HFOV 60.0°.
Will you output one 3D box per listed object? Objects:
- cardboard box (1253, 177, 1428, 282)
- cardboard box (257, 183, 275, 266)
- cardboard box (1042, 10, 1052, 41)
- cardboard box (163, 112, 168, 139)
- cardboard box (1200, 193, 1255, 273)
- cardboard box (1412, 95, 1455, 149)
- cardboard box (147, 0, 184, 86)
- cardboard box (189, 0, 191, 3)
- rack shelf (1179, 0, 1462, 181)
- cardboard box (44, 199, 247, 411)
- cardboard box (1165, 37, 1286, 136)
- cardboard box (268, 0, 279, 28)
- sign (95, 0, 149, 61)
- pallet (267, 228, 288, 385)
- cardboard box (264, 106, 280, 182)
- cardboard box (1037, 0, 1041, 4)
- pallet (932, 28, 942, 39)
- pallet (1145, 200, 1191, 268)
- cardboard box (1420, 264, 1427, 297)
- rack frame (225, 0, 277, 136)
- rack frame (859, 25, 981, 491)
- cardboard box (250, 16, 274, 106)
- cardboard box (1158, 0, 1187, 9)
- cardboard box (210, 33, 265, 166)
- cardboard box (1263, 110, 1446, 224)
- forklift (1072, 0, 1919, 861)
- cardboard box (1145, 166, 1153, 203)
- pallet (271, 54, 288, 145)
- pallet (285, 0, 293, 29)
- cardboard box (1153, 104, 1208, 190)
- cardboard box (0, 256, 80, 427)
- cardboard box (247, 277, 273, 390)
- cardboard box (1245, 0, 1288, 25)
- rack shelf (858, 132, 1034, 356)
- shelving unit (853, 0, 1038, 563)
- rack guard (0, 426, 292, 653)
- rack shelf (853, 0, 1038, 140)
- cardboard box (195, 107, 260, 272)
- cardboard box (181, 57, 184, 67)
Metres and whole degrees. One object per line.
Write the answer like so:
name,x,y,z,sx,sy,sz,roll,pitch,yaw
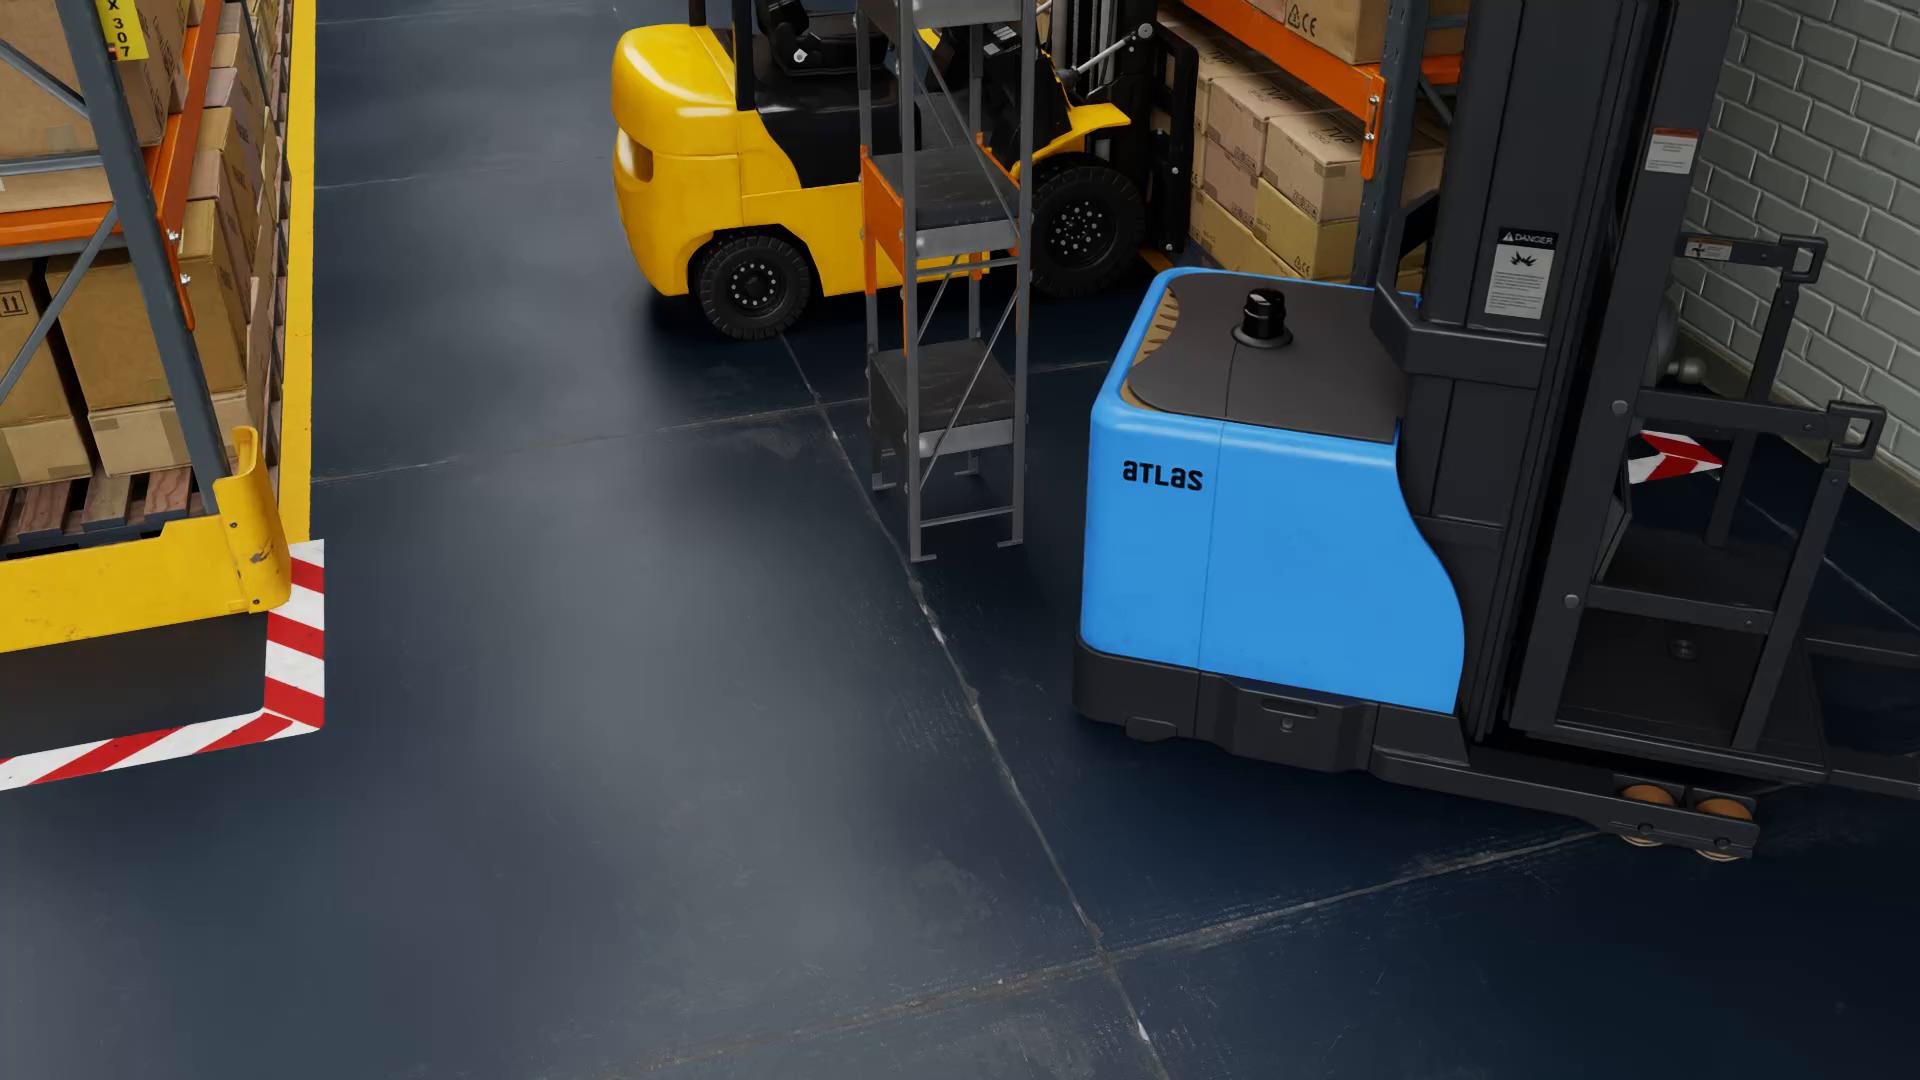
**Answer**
cardboard box,1.509,-1.263,6.600,0.500,0.250,0.500,-10,35,-15
cardboard box,-3.232,-1.304,7.116,0.500,0.250,0.500,-9,35,-14
cardboard box,0.744,-2.590,8.609,0.500,0.250,0.500,-10,35,-15
cardboard box,-2.771,-1.378,5.343,0.380,0.149,0.250,-11,35,-16
cardboard box,1.368,-1.308,7.121,0.500,0.250,0.500,-10,35,-15
cardboard box,1.989,-1.553,6.585,0.500,0.250,0.500,-11,35,-15
cardboard box,-2.812,-1.719,5.271,0.500,0.500,0.500,-9,35,-13
cardboard box,-3.132,-2.252,6.077,0.500,0.500,0.500,-11,35,-16
rack shelf,1.345,-2.573,7.576,1.077,0.370,4.000,-10,35,-15
cardboard box,-2.761,-0.810,5.688,0.500,0.500,0.500,-11,35,-16
cardboard box,1.193,-1.988,7.244,0.500,0.250,0.500,-10,35,-14
cardboard box,-4.589,-3.182,9.848,0.950,0.372,0.625,-9,34,-13
sign,-2.254,-1.439,4.422,0.100,0.325,0.005,-10,35,-15
pallet,-3.377,-0.935,6.974,1.003,0.211,1.213,-10,35,-15
cardboard box,-3.555,-1.850,7.942,0.500,0.250,0.500,-8,34,-13
cardboard box,0.584,-3.062,8.869,0.500,0.250,0.500,-11,35,-15
pallet,0.473,-3.141,10.311,1.003,0.211,1.213,-10,35,-15
pallet,1.314,-1.694,8.122,1.003,0.211,1.213,-10,35,-15
cardboard box,1.992,-1.142,6.871,0.500,0.250,0.500,-10,35,-15
rack frame,-3.991,-3.087,7.701,1.000,3.000,0.127,-10,35,-15
rack frame,-0.125,-1.091,5.497,0.400,2.100,0.015,-10,35,-15
cardboard box,-4.153,-2.441,8.725,0.950,0.372,0.625,-10,35,-14
cardboard box,0.893,-2.533,8.068,0.500,0.250,0.500,-9,34,-13
cardboard box,-3.398,-1.896,7.331,0.500,0.500,0.500,-9,35,-14
cardboard box,1.518,-1.458,6.442,0.500,0.250,0.500,-9,34,-13
forklift,1.906,-0.693,4.139,3.031,2.935,1.130,9,35,14
cardboard box,1.045,-1.841,7.928,0.500,0.250,0.500,-9,34,-13
pallet,-4.230,-2.332,9.088,1.003,0.211,1.213,-10,35,-15
pallet,-4.974,-3.613,11.026,1.003,0.211,1.213,-10,35,-15
cardboard box,1.189,-1.796,7.406,0.500,0.250,0.500,-11,35,-16
cardboard box,-3.263,-0.704,5.528,0.500,0.500,0.500,-10,35,-14
cardboard box,-2.902,-0.754,6.284,0.500,0.250,0.500,-9,34,-13
cardboard box,1.406,-2.353,6.500,0.500,0.500,0.500,-9,34,-13
rack shelf,-0.050,-0.952,5.310,0.431,0.518,0.480,-10,35,-15
shelving unit,-0.050,-0.963,5.303,0.431,2.100,0.503,-10,35,-15
rack guard,-2.794,0.016,5.272,1.175,0.500,0.348,-10,35,-15
rack shelf,-0.050,-1.536,4.924,0.431,0.518,0.480,-10,35,-15
cardboard box,-3.070,-1.349,6.503,0.500,0.500,0.500,-9,35,-14
cardboard box,-2.916,-1.649,5.753,0.380,0.149,0.250,-9,35,-13
